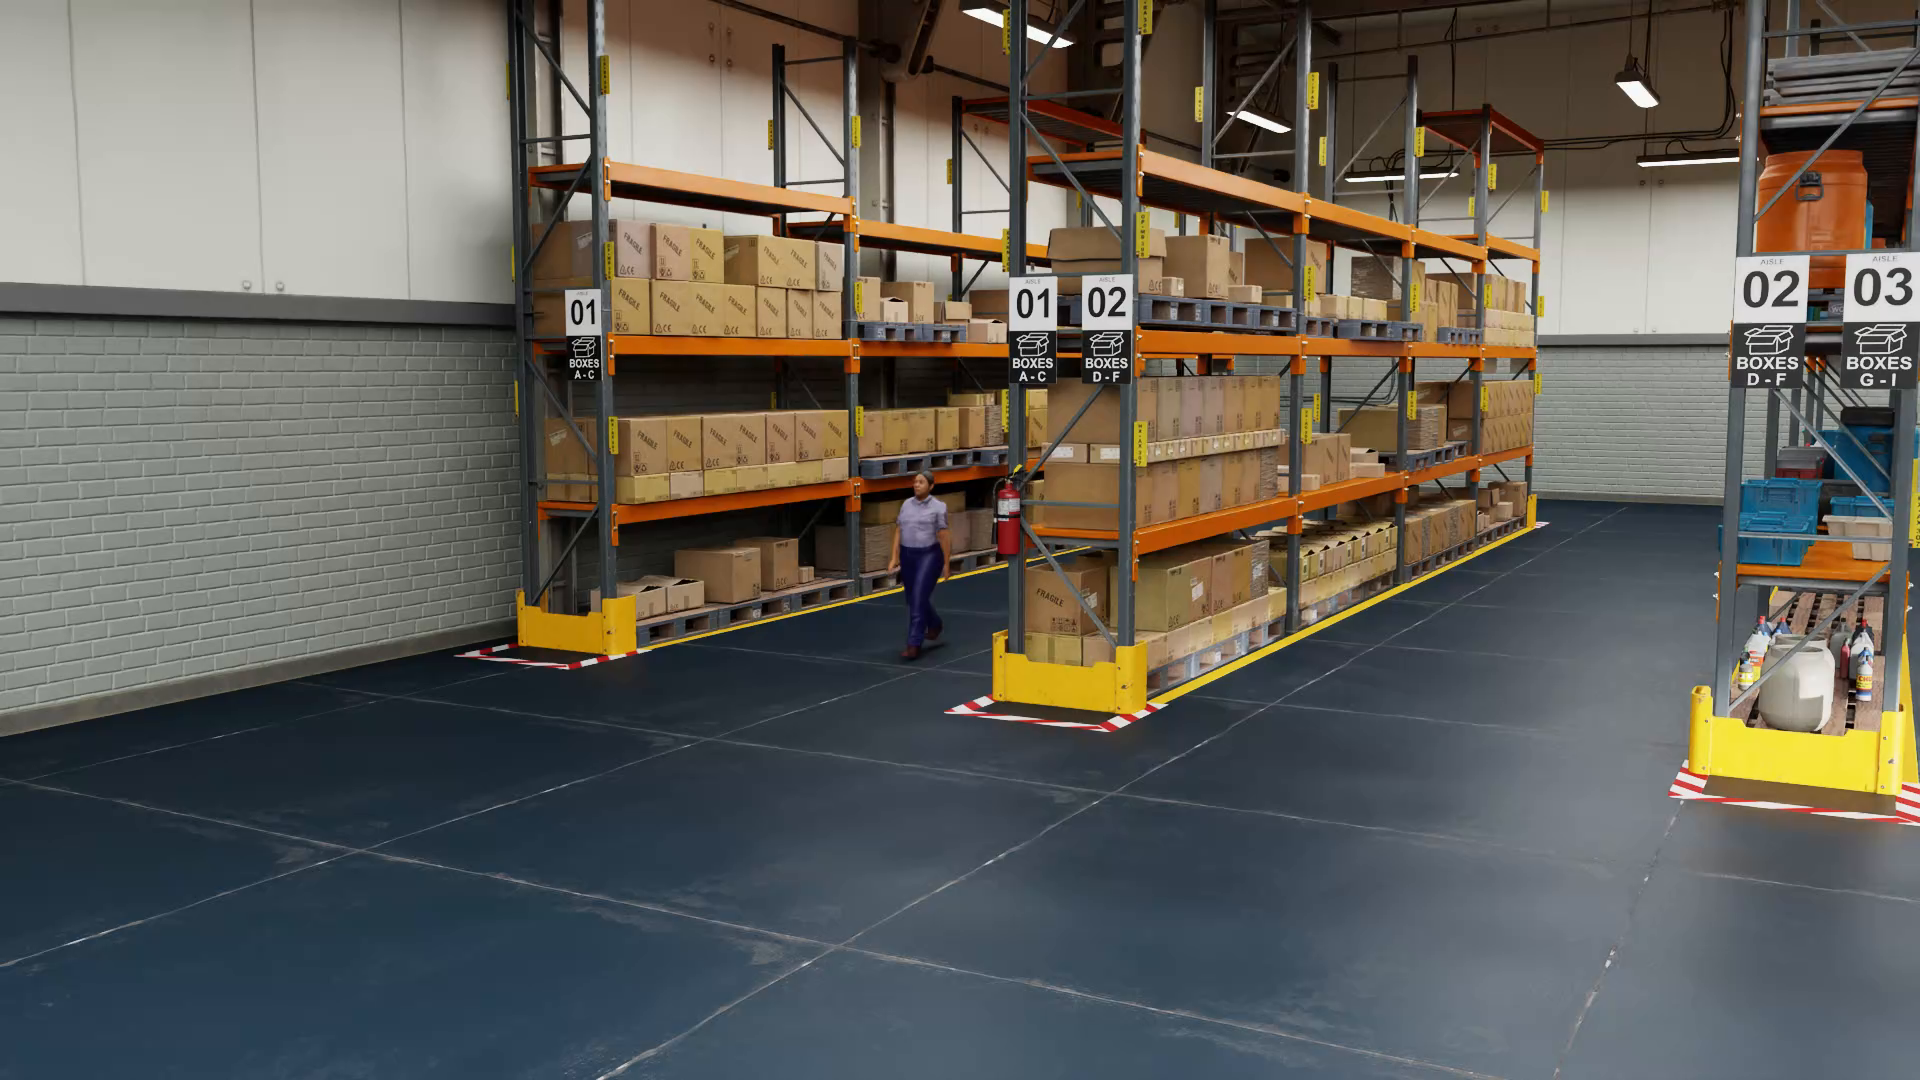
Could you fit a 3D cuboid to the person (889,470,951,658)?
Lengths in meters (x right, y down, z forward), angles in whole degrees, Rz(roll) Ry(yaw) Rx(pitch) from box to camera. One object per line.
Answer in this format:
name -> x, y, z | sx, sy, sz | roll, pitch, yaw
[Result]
person -> -0.352, 0.187, 14.686 | 0.488, 1.588, 0.948 | 3, 7, 29
